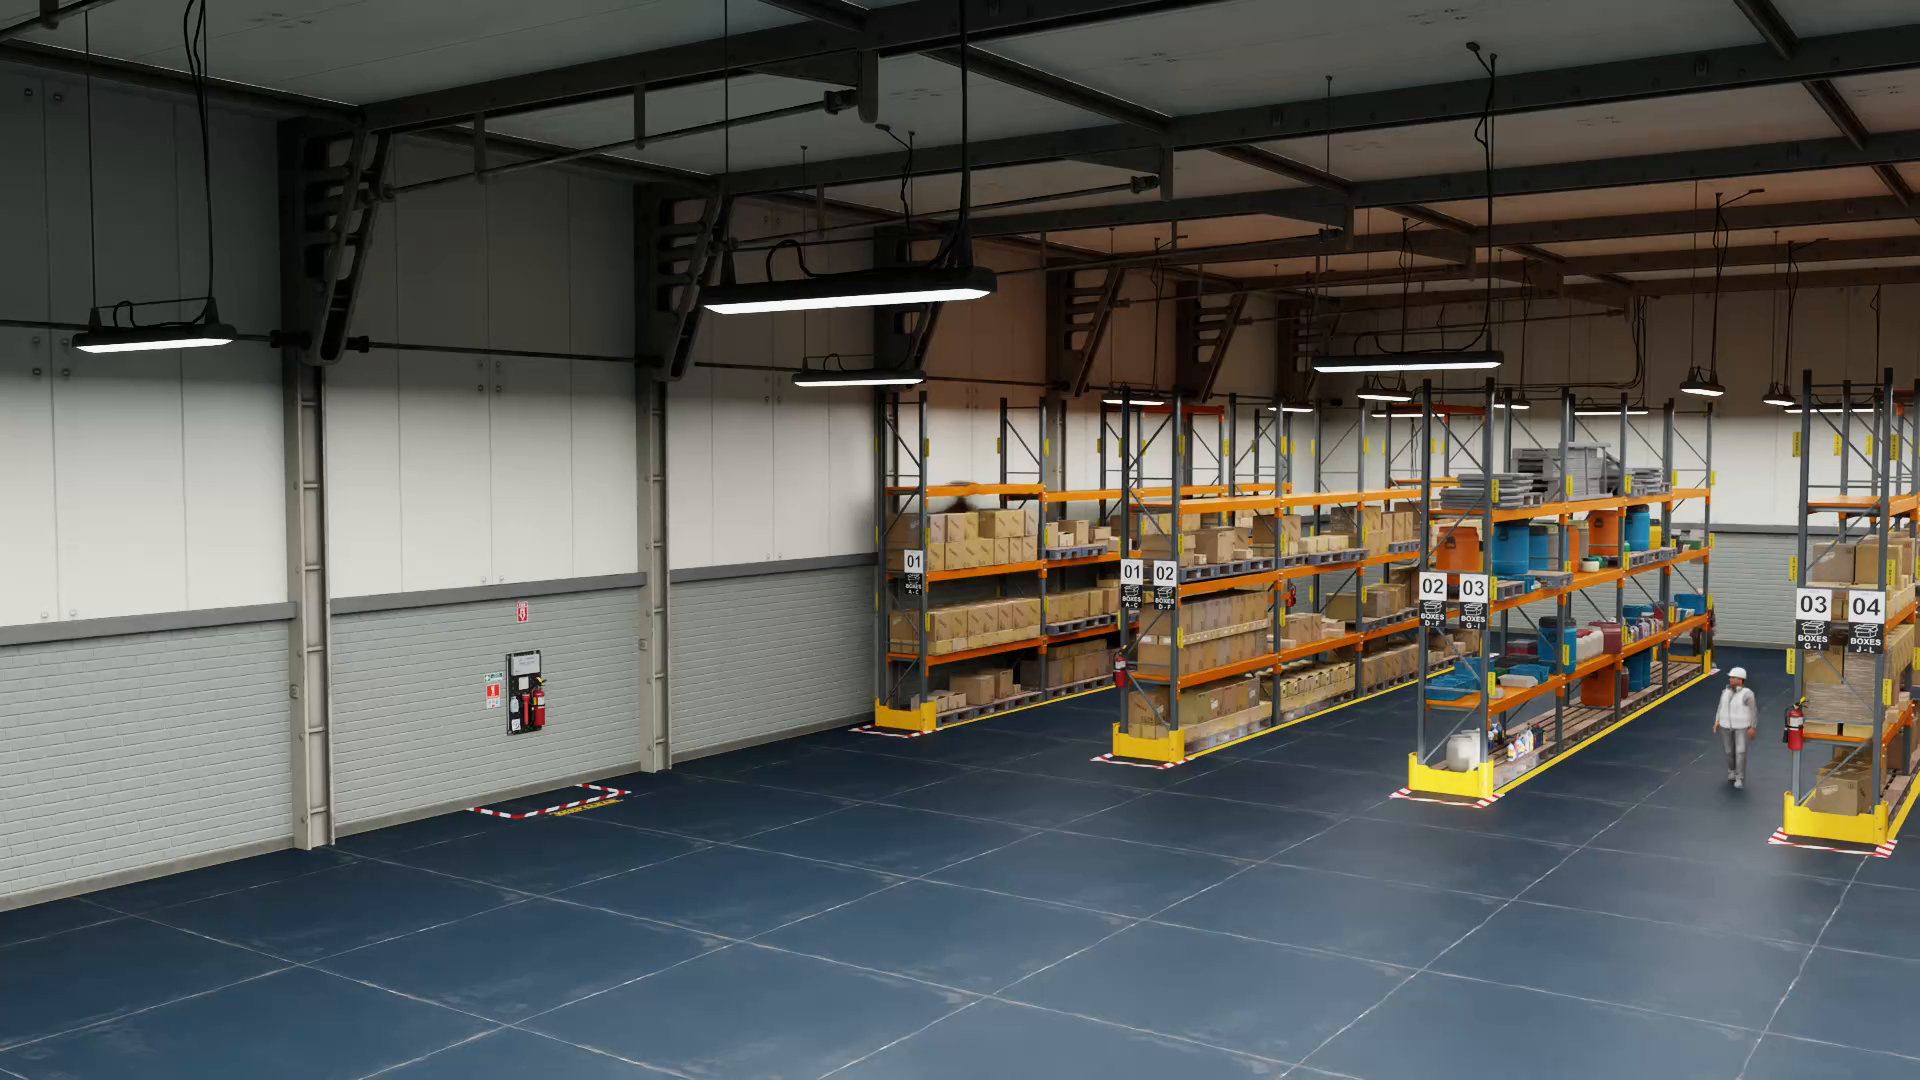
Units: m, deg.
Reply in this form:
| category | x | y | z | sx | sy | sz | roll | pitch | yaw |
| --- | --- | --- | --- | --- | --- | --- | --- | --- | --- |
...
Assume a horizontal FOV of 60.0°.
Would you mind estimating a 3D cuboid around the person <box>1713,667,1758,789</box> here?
| category | x | y | z | sx | sy | sz | roll | pitch | yaw |
| --- | --- | --- | --- | --- | --- | --- | --- | --- | --- |
| person | 11.490 | 2.753 | 24.630 | 0.586 | 1.723 | 0.947 | 3 | 4 | 39 |

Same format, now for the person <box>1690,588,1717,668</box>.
| category | x | y | z | sx | sy | sz | roll | pitch | yaw |
| --- | --- | --- | --- | --- | --- | --- | --- | --- | --- |
| person | 16.957 | 2.007 | 37.967 | 0.616 | 1.788 | 0.474 | 1 | 3 | 21 |
